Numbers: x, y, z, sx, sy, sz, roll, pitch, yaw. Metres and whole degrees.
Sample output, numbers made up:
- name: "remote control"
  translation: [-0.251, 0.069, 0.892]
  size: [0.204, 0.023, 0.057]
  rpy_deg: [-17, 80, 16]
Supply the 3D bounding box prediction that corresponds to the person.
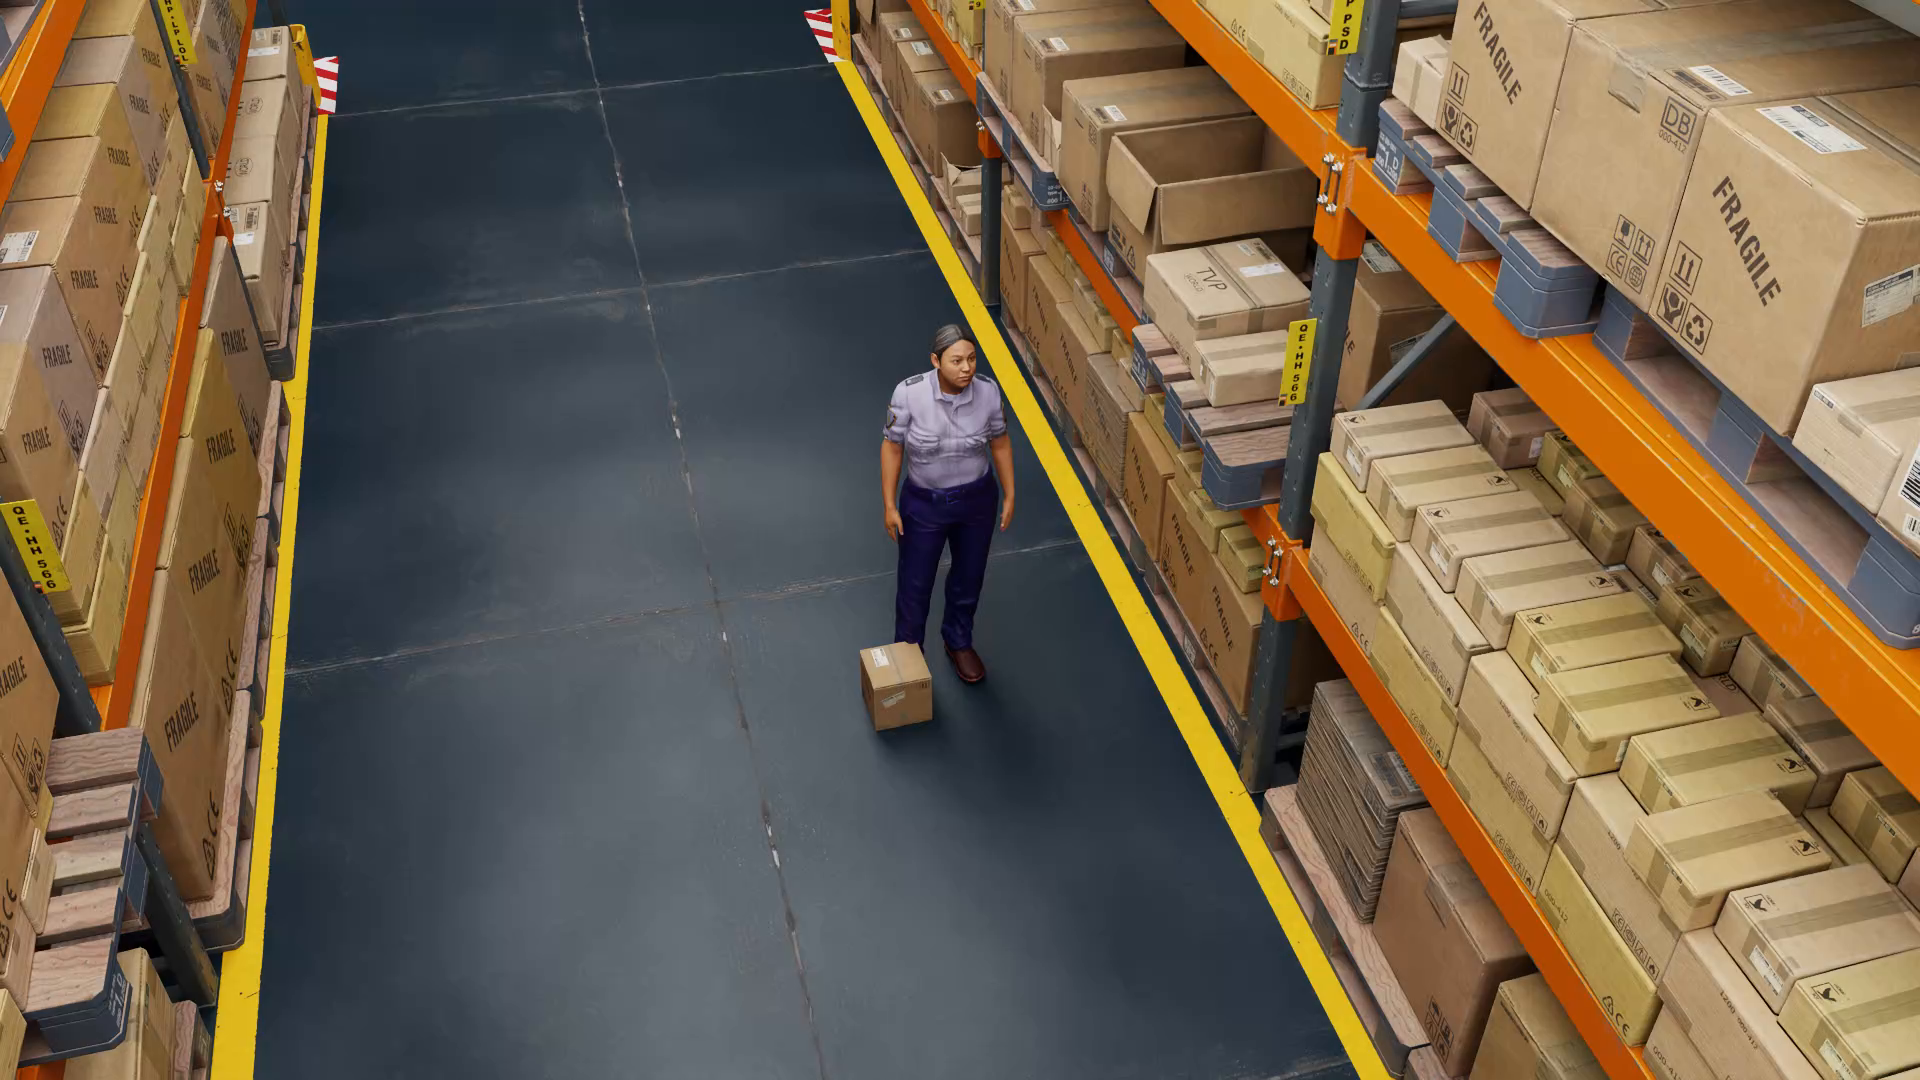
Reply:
- name: "person"
  translation: [-0.042, -0.088, 6.820]
  size: [0.598, 1.651, 0.502]
  rpy_deg: [-9, 39, -12]
